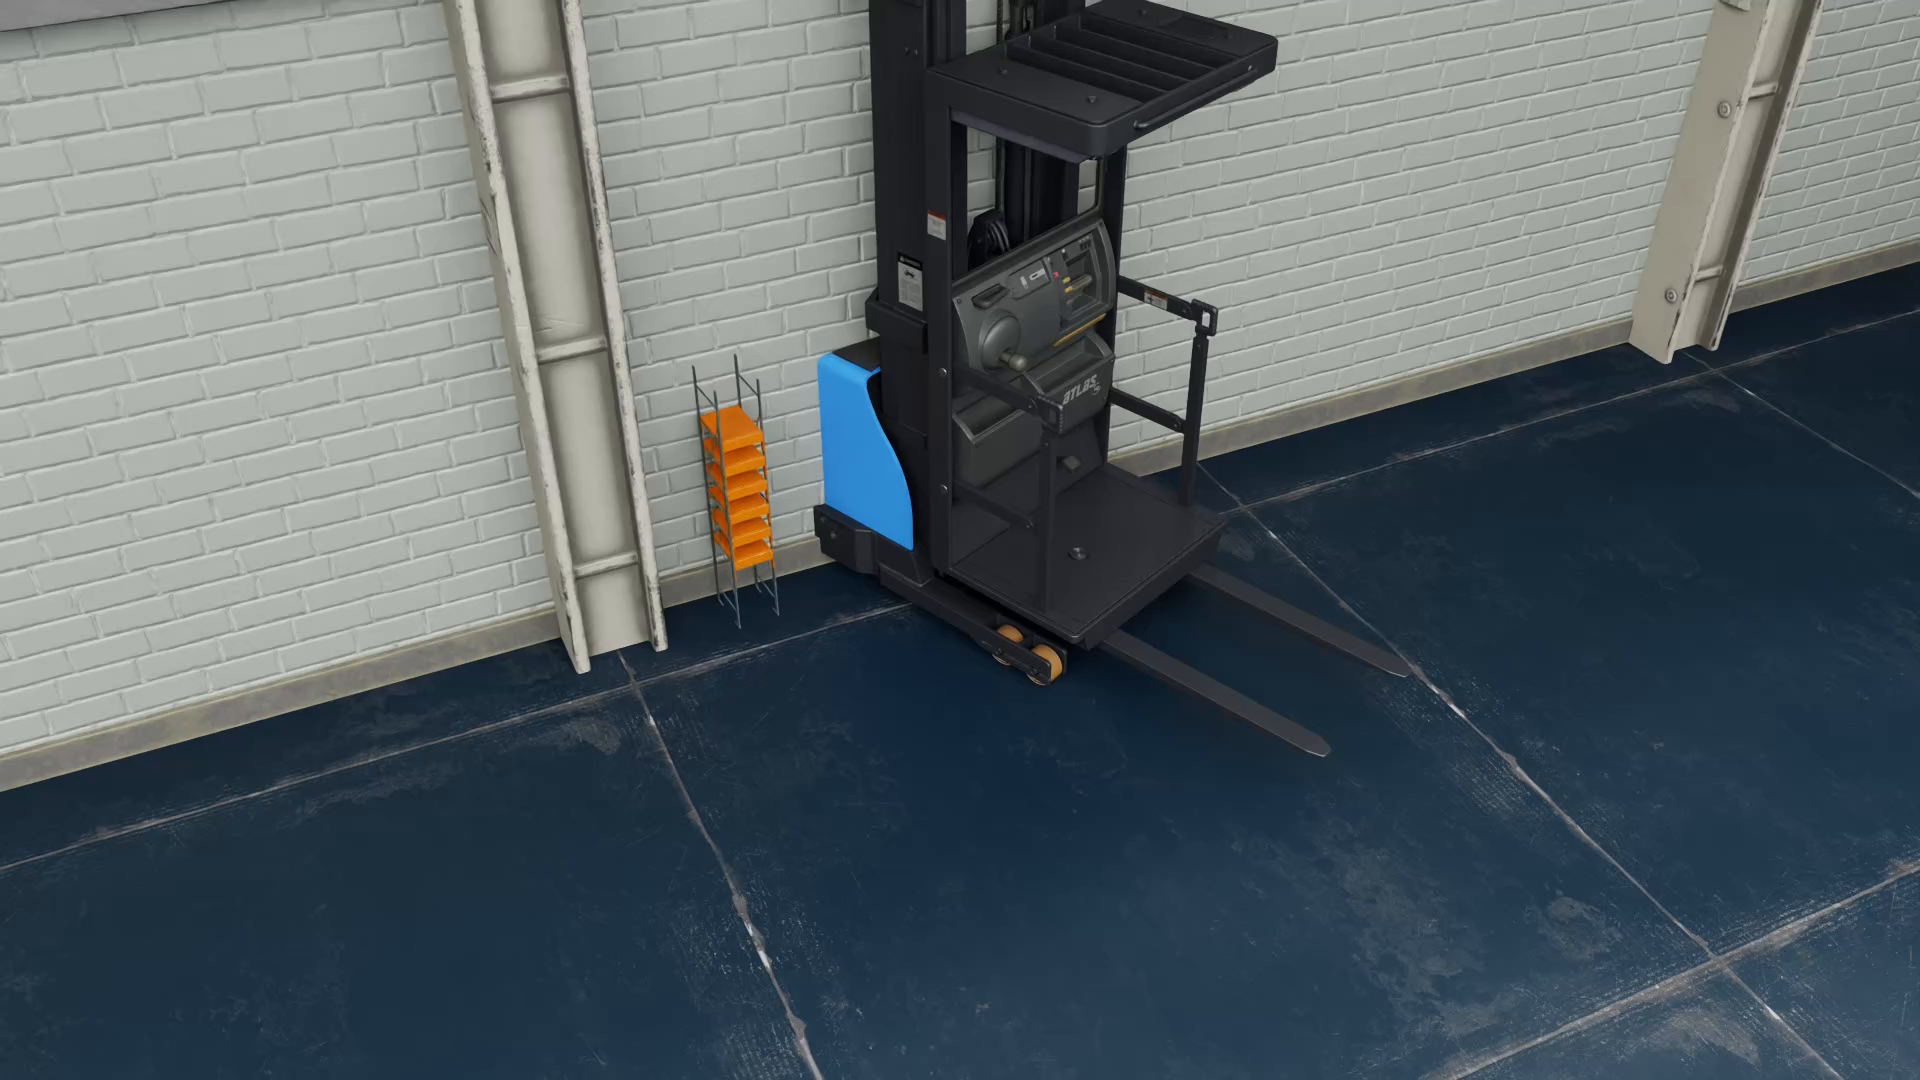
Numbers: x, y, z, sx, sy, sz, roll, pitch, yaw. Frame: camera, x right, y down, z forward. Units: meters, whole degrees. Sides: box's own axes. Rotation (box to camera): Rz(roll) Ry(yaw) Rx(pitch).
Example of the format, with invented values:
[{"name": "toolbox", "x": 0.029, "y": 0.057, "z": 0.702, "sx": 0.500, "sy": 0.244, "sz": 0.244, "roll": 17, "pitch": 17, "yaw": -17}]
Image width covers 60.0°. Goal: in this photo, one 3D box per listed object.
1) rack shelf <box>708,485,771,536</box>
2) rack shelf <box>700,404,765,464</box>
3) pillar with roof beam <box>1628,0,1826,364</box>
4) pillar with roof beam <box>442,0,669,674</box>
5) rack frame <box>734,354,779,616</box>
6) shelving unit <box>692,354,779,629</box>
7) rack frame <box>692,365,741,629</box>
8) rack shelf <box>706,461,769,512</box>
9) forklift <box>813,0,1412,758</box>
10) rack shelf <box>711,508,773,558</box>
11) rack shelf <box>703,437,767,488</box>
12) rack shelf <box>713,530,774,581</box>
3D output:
[{"name": "rack shelf", "x": -0.936, "y": -0.149, "z": 7.019, "sx": 0.180, "sy": 0.103, "sz": 0.258, "roll": -19, "pitch": 41, "yaw": -24}, {"name": "rack shelf", "x": -0.936, "y": -0.438, "z": 6.804, "sx": 0.180, "sy": 0.103, "sz": 0.258, "roll": -19, "pitch": 41, "yaw": -24}, {"name": "pillar with roof beam", "x": 5.768, "y": -2.380, "z": 3.405, "sx": 0.400, "sy": 9.000, "sz": 9.100, "roll": -16, "pitch": 39, "yaw": -20}, {"name": "pillar with roof beam", "x": 0.337, "y": -0.862, "z": 1.358, "sx": 0.400, "sy": 9.000, "sz": 9.100, "roll": -16, "pitch": 39, "yaw": -20}, {"name": "rack frame", "x": -0.857, "y": -0.212, "z": 7.029, "sx": 0.006, "sy": 1.200, "sz": 0.240, "roll": -19, "pitch": 41, "yaw": -24}, {"name": "shelving unit", "x": -0.936, "y": -0.185, "z": 6.992, "sx": 0.189, "sy": 1.200, "sz": 0.258, "roll": -19, "pitch": 41, "yaw": -24}, {"name": "rack frame", "x": -1.016, "y": -0.158, "z": 6.955, "sx": 0.006, "sy": 1.200, "sz": 0.240, "roll": -19, "pitch": 41, "yaw": -24}, {"name": "rack shelf", "x": -0.936, "y": -0.246, "z": 6.947, "sx": 0.180, "sy": 0.103, "sz": 0.258, "roll": -19, "pitch": 41, "yaw": -24}, {"name": "forklift", "x": 0.467, "y": -0.928, "z": 6.541, "sx": 3.031, "sy": 2.935, "sz": 1.130, "roll": 28, "pitch": 45, "yaw": 32}, {"name": "rack shelf", "x": -0.936, "y": -0.053, "z": 7.090, "sx": 0.180, "sy": 0.103, "sz": 0.258, "roll": -19, "pitch": 41, "yaw": -24}, {"name": "rack shelf", "x": -0.936, "y": -0.342, "z": 6.876, "sx": 0.180, "sy": 0.103, "sz": 0.258, "roll": -19, "pitch": 41, "yaw": -24}, {"name": "rack shelf", "x": -0.936, "y": 0.044, "z": 7.162, "sx": 0.180, "sy": 0.103, "sz": 0.258, "roll": -19, "pitch": 41, "yaw": -24}]
